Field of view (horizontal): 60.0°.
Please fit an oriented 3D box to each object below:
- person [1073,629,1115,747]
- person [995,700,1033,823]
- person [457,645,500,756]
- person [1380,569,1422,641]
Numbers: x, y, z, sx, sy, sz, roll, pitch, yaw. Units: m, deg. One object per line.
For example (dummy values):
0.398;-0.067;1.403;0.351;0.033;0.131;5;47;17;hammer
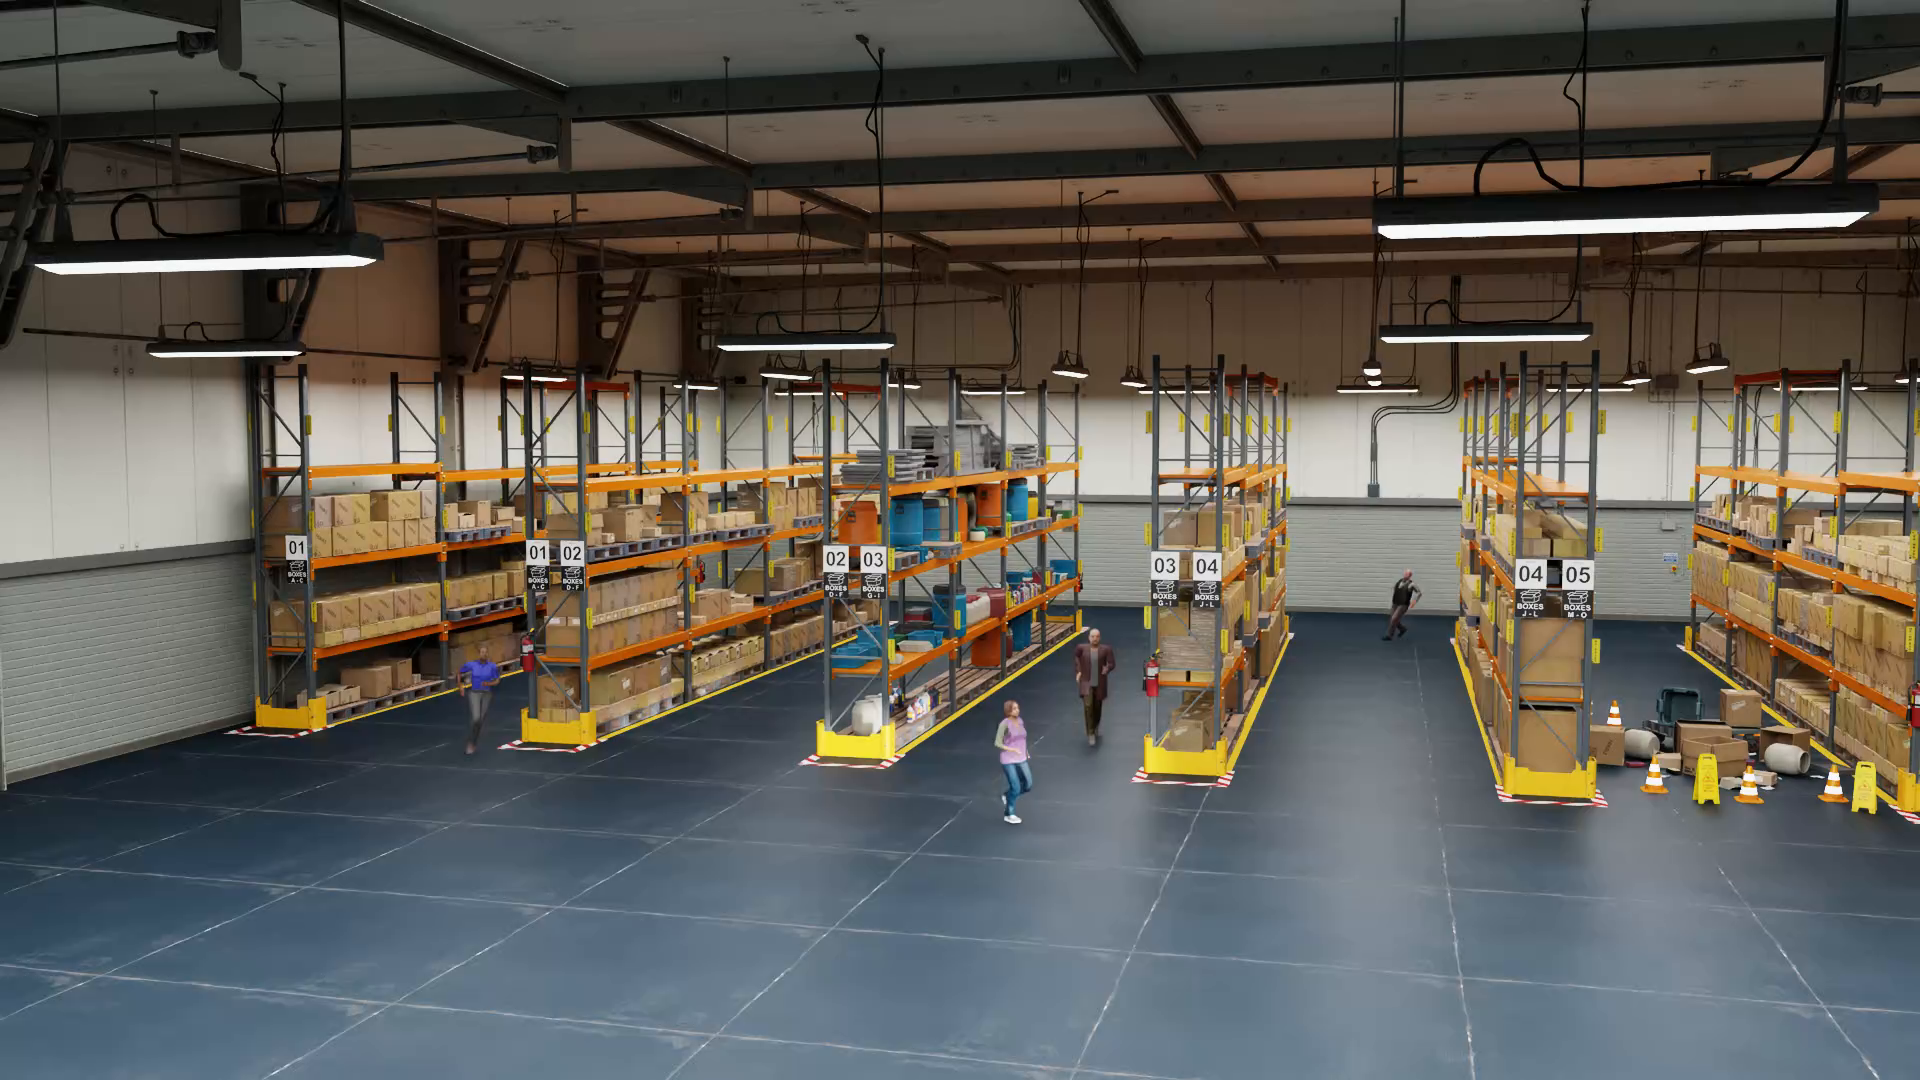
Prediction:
2.128;2.295;26.394;0.649;1.804;1.026;0;4;-1;person
0.686;2.782;20.894;0.530;1.552;0.551;-4;5;-42;person
-7.345;2.444;25.452;0.580;1.663;0.657;-3;5;-35;person
10.165;1.511;38.420;0.898;1.665;0.707;-2;5;-30;person
